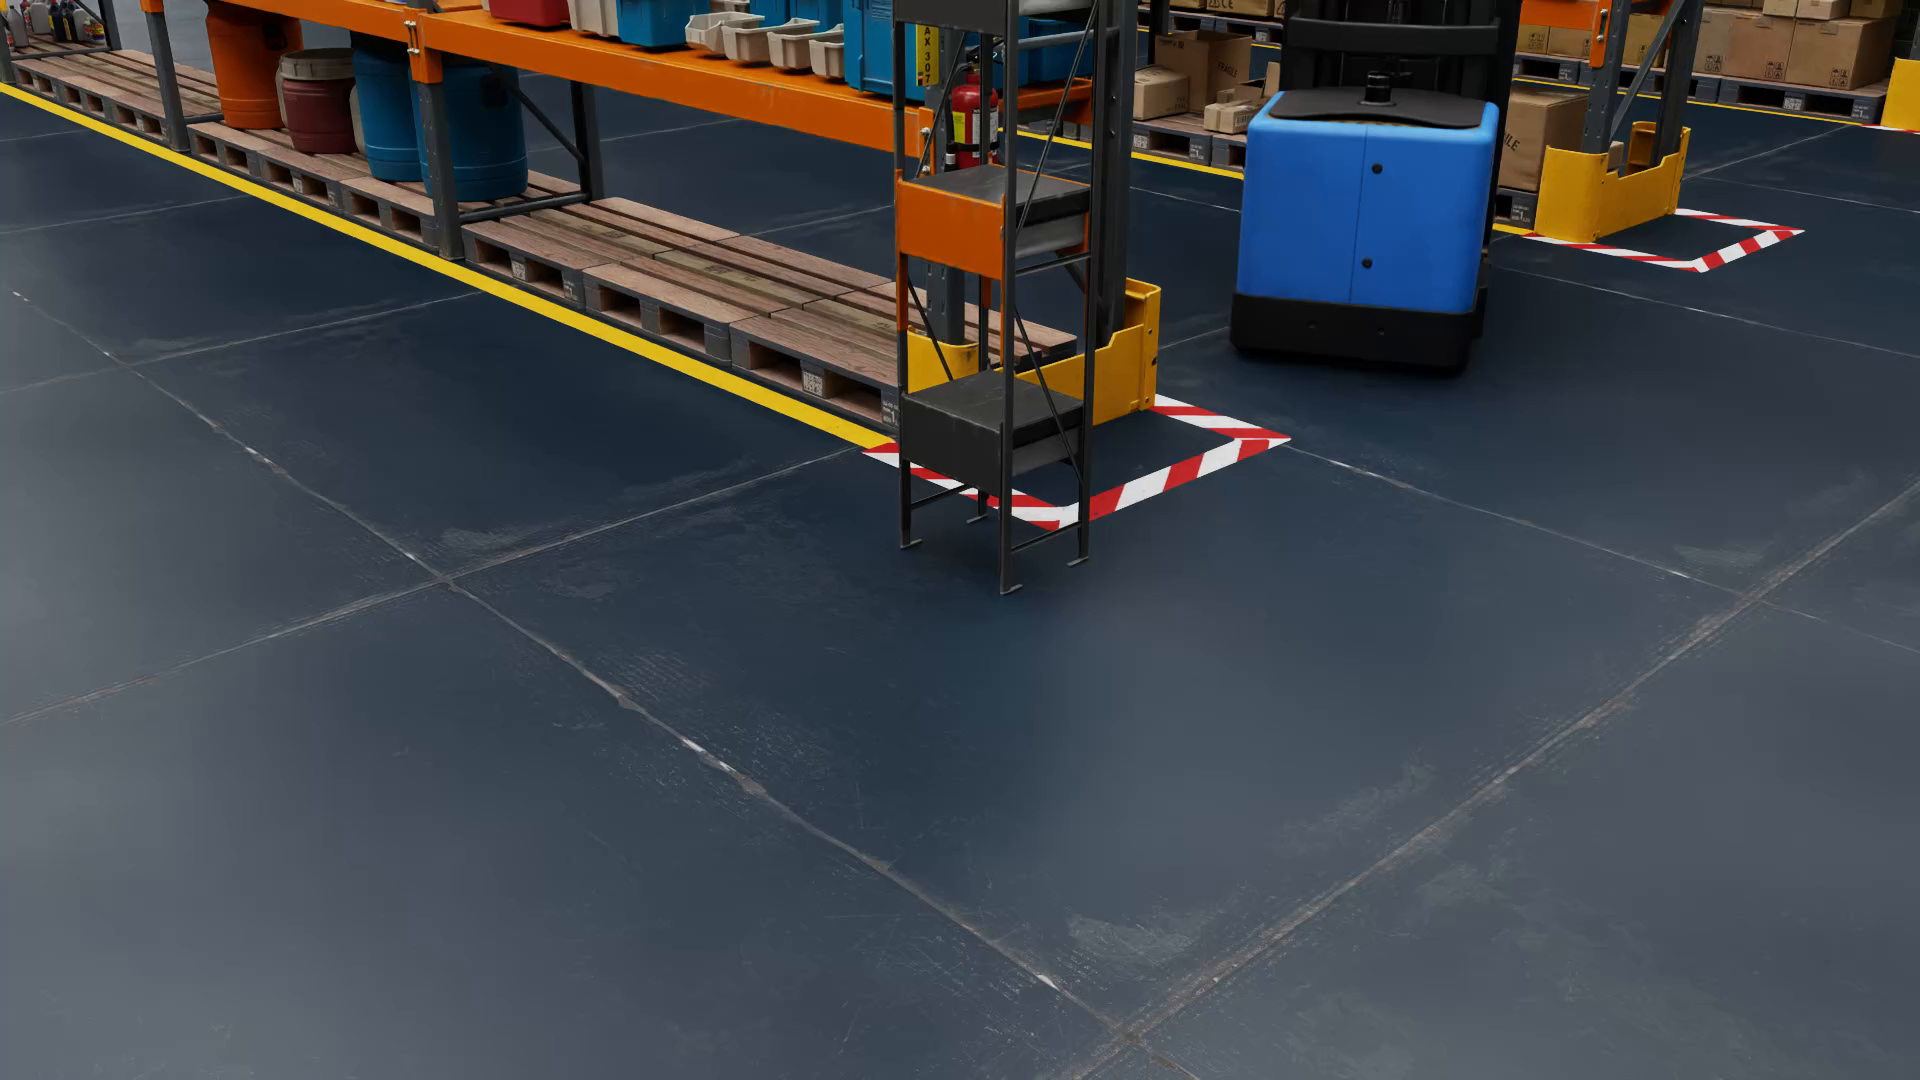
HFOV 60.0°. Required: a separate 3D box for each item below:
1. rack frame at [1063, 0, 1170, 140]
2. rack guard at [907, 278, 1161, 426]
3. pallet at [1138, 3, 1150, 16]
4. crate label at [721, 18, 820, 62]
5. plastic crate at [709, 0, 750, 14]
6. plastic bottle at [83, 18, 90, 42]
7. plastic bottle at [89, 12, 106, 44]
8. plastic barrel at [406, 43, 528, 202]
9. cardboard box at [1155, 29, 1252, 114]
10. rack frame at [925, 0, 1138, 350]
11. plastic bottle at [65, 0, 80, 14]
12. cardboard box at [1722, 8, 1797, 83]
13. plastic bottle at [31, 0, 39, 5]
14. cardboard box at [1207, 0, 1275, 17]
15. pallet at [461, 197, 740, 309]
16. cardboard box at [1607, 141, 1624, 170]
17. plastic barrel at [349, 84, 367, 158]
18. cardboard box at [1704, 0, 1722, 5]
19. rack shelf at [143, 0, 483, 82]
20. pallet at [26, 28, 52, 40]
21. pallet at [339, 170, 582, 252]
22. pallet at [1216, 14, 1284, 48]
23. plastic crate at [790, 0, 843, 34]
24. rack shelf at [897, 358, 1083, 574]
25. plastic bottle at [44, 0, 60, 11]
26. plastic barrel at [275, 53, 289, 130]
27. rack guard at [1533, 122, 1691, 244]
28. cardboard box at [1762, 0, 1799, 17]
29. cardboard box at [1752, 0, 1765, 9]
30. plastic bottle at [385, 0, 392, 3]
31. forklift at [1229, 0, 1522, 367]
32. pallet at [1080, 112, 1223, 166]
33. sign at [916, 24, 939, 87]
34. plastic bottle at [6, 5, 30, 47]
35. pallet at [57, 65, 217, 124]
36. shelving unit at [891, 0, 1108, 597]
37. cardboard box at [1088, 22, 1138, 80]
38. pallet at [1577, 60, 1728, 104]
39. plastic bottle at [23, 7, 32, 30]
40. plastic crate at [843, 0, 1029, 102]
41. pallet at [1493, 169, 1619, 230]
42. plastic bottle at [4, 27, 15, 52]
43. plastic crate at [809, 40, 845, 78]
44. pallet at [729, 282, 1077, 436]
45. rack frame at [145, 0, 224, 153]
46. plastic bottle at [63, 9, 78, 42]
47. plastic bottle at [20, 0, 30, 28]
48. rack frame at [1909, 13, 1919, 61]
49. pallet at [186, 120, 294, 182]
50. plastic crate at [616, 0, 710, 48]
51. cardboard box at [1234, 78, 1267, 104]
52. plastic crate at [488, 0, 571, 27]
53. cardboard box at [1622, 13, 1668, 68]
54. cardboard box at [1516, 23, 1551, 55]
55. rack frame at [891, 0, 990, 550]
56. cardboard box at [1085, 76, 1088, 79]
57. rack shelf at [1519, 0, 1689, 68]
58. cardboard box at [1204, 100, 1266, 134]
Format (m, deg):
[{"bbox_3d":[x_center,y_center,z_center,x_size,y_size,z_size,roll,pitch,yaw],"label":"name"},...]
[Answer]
[{"bbox_3d":[1.162,-4.443,11.876,1.000,3.000,0.127,-21,32,-38],"label":"rack frame"},{"bbox_3d":[0.304,-0.686,6.652,1.175,0.500,0.348,-21,32,-38],"label":"rack guard"},{"bbox_3d":[1.509,-6.030,18.714,1.003,0.211,1.213,-21,32,-38],"label":"pallet"},{"bbox_3d":[-0.807,-2.100,6.984,0.396,0.136,0.243,-21,32,-38],"label":"crate label"},{"bbox_3d":[-1.046,-2.504,7.871,0.293,0.136,0.466,-21,32,-38],"label":"plastic crate"},{"bbox_3d":[-7.961,-4.672,15.220,0.097,0.201,0.097,0,25,0],"label":"plastic bottle"},{"bbox_3d":[-7.822,-4.643,15.070,0.097,0.271,0.097,0,25,0],"label":"plastic bottle"},{"bbox_3d":[-2.815,-2.445,9.518,0.600,0.901,0.708,-21,32,-38],"label":"plastic barrel"},{"bbox_3d":[1.759,-3.414,12.101,0.500,0.500,0.500,-21,32,-38],"label":"cardboard box"},{"bbox_3d":[0.278,-1.827,6.141,1.000,3.000,0.127,-21,32,-38],"label":"rack frame"},{"bbox_3d":[-8.173,-4.820,15.363,0.144,0.351,0.185,-20,31,-37],"label":"plastic bottle"},{"bbox_3d":[6.616,-4.027,13.469,0.700,0.500,0.500,-21,32,-39],"label":"cardboard box"},{"bbox_3d":[-8.836,-5.078,16.018,0.152,0.276,0.135,-22,33,-40],"label":"plastic bottle"},{"bbox_3d":[3.043,-5.747,16.818,0.750,0.750,0.750,-21,32,-39],"label":"cardboard box"},{"bbox_3d":[-1.925,-1.559,8.912,1.003,0.211,1.213,-21,32,-38],"label":"pallet"},{"bbox_3d":[3.861,-2.359,10.211,0.380,0.149,0.250,-21,32,-38],"label":"cardboard box"},{"bbox_3d":[-3.620,-2.679,10.500,0.421,0.512,0.421,0,25,0],"label":"plastic barrel"},{"bbox_3d":[6.322,-4.573,13.884,0.380,0.149,0.250,-21,32,-38],"label":"cardboard box"},{"bbox_3d":[-3.823,-3.318,10.275,1.077,0.370,4.000,-21,32,-38],"label":"rack shelf"},{"bbox_3d":[-9.191,-4.779,15.972,1.003,0.211,1.213,-21,32,-38],"label":"pallet"},{"bbox_3d":[-2.953,-2.016,9.915,1.003,0.211,1.213,-21,32,-38],"label":"pallet"},{"bbox_3d":[3.355,-5.163,16.813,1.003,0.211,1.213,-21,32,-38],"label":"pallet"},{"bbox_3d":[-0.550,-2.345,7.407,0.416,0.233,0.300,-21,32,-38],"label":"plastic crate"},{"bbox_3d":[0.113,-0.256,5.500,0.431,0.518,0.480,-21,32,-38],"label":"rack shelf"},{"bbox_3d":[-8.592,-5.006,15.771,0.144,0.351,0.185,-22,32,-39],"label":"plastic bottle"},{"bbox_3d":[-4.392,-3.021,11.250,0.421,0.512,0.421,0,25,0],"label":"plastic barrel"},{"bbox_3d":[3.844,-2.117,9.788,1.175,0.500,0.348,-21,32,-38],"label":"rack guard"},{"bbox_3d":[6.562,-4.235,13.143,0.380,0.149,0.250,-20,31,-37],"label":"cardboard box"},{"bbox_3d":[6.672,-4.418,13.545,0.380,0.149,0.250,-21,32,-38],"label":"cardboard box"},{"bbox_3d":[-3.061,-3.004,8.960,0.097,0.201,0.097,0,25,0],"label":"plastic bottle"},{"bbox_3d":[2.171,-2.673,8.077,1.130,2.935,3.031,8,26,17],"label":"forklift"},{"bbox_3d":[1.631,-2.966,11.998,1.003,0.211,1.213,-21,32,-38],"label":"pallet"},{"bbox_3d":[-0.113,-1.741,5.755,0.100,0.325,0.005,-21,32,-38],"label":"sign"},{"bbox_3d":[-8.469,-4.612,14.907,0.144,0.351,0.185,-21,32,-38],"label":"plastic bottle"},{"bbox_3d":[-6.521,-3.598,13.382,1.003,0.211,1.213,-21,32,-38],"label":"pallet"},{"bbox_3d":[0.113,-0.905,5.204,0.431,2.100,0.503,-21,32,-38],"label":"shelving unit"},{"bbox_3d":[1.009,-3.722,12.776,0.500,0.500,0.500,22,33,39],"label":"cardboard box"},{"bbox_3d":[6.076,-3.959,14.173,1.003,0.211,1.213,-21,32,-38],"label":"pallet"},{"bbox_3d":[-8.914,-5.003,15.943,0.097,0.201,0.097,0,25,0],"label":"plastic bottle"},{"bbox_3d":[-0.087,-1.919,6.228,0.616,0.435,0.499,-21,32,-38],"label":"plastic crate"},{"bbox_3d":[3.299,-2.227,10.377,1.003,0.211,1.213,-21,32,-38],"label":"pallet"},{"bbox_3d":[-8.399,-4.411,14.647,0.097,0.201,0.097,0,25,0],"label":"plastic bottle"},{"bbox_3d":[-0.412,-1.930,6.613,0.396,0.136,0.243,-21,32,-38],"label":"plastic crate"},{"bbox_3d":[-0.257,-0.819,7.292,1.003,0.211,1.213,-21,32,-38],"label":"pallet"},{"bbox_3d":[-5.190,-4.251,11.454,1.000,3.000,0.127,-21,32,-38],"label":"rack frame"},{"bbox_3d":[-8.140,-4.708,15.199,0.061,0.283,0.133,-21,32,-38],"label":"plastic bottle"},{"bbox_3d":[-9.008,-5.093,16.042,0.061,0.283,0.133,-21,32,-38],"label":"plastic bottle"},{"bbox_3d":[7.510,-4.638,12.302,1.000,3.000,0.127,-21,32,-38],"label":"rack frame"},{"bbox_3d":[-4.621,-2.755,11.535,1.003,0.211,1.213,-21,32,-38],"label":"pallet"},{"bbox_3d":[-1.313,-2.328,7.368,0.416,0.233,0.300,-21,32,-38],"label":"plastic crate"},{"bbox_3d":[2.271,-3.101,11.642,0.500,0.311,0.500,-21,32,-38],"label":"cardboard box"},{"bbox_3d":[-2.029,-2.754,8.023,0.402,0.464,0.583,-21,32,-38],"label":"plastic crate"},{"bbox_3d":[5.902,-4.338,14.152,0.700,0.500,0.500,-20,31,-37],"label":"cardboard box"},{"bbox_3d":[5.212,-4.648,14.830,0.700,0.500,0.500,-21,32,-38],"label":"cardboard box"},{"bbox_3d":[-0.054,-0.979,5.366,0.400,2.100,0.015,-21,32,-38],"label":"rack frame"},{"bbox_3d":[0.616,-3.574,12.453,0.500,0.500,0.500,-21,32,-39],"label":"cardboard box"},{"bbox_3d":[2.529,-3.510,10.697,1.077,0.370,4.000,-21,32,-38],"label":"rack shelf"},{"bbox_3d":[1.890,-2.907,11.391,0.380,0.166,0.250,-21,32,-38],"label":"cardboard box"}]
